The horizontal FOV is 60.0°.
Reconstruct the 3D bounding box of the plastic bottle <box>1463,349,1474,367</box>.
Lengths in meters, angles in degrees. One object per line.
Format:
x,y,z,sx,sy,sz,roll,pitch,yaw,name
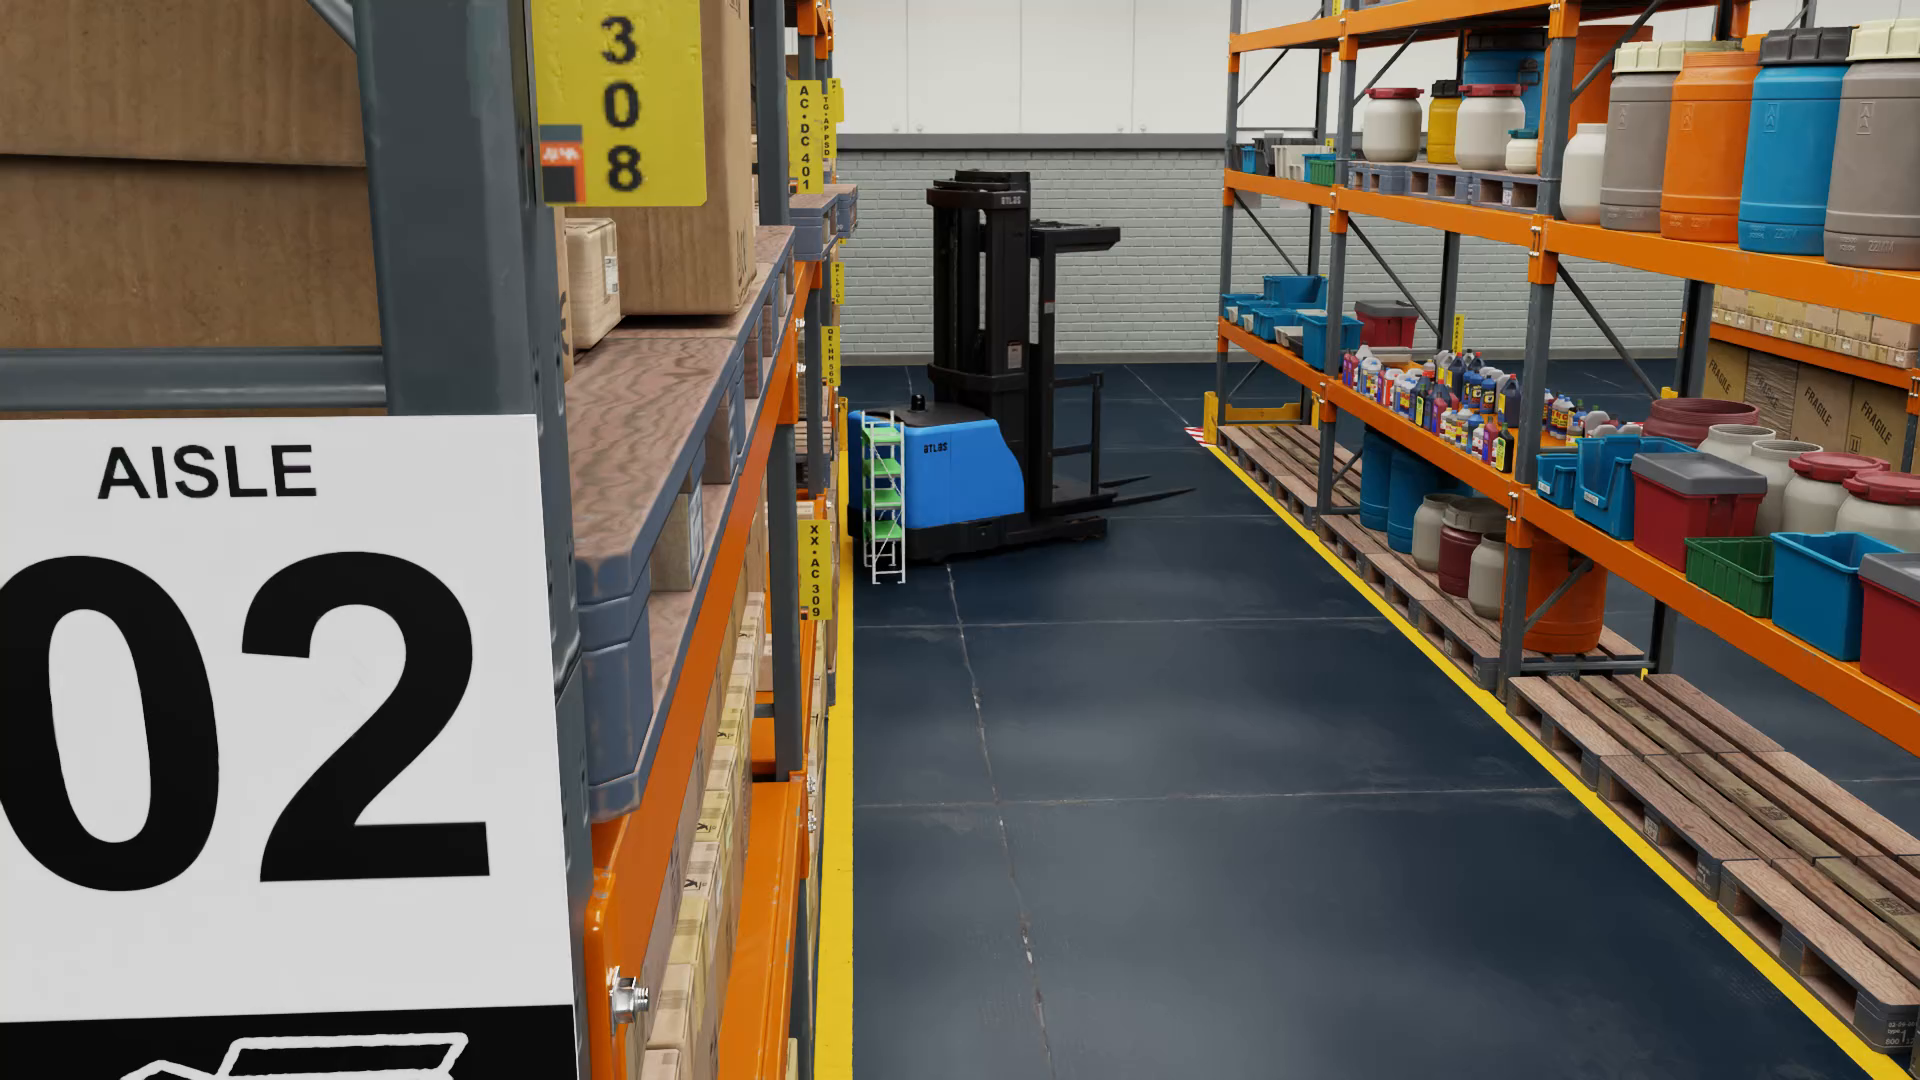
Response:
3.822,-1.256,12.488,0.144,0.351,0.185,-1,14,-3,plastic bottle

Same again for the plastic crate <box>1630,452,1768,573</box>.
3.481,-0.133,7.896,0.402,0.464,0.583,-1,14,-3,plastic crate

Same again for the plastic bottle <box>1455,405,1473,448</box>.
3.208,-0.724,10.577,0.097,0.271,0.097,0,14,0,plastic bottle

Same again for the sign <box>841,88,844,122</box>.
-1.198,-4.308,16.453,0.100,0.325,0.005,-1,14,-3,sign

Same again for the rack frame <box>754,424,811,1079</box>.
-1.010,0.562,5.324,1.000,3.000,0.127,-1,14,-3,rack frame

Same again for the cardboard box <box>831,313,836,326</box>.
-1.265,-1.607,13.553,0.500,0.500,0.500,-1,14,-2,cardboard box

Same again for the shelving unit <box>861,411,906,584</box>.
-0.572,-0.323,12.373,0.258,1.200,0.503,-3,15,-10,shelving unit

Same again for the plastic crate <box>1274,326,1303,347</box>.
3.031,-1.833,15.041,0.293,0.136,0.466,-1,14,-3,plastic crate

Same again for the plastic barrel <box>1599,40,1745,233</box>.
3.521,-1.997,8.241,0.600,0.901,0.600,0,14,0,plastic barrel

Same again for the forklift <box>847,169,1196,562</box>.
0.601,-1.509,13.508,3.031,2.935,1.130,-9,17,-33,forklift

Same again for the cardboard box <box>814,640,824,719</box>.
-0.941,0.679,8.417,0.500,0.311,0.500,-1,14,-4,cardboard box

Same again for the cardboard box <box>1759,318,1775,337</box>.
7.909,-2.040,15.940,0.380,0.149,0.250,-1,14,-4,cardboard box

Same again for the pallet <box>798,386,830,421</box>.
-1.383,-0.824,11.094,1.003,0.211,1.213,-1,14,-3,pallet

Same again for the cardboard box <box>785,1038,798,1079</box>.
-0.763,1.802,5.179,0.500,0.250,0.500,-1,14,-3,cardboard box

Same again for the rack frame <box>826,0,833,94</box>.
-1.753,-5.328,16.176,1.000,3.000,0.127,-1,14,-3,rack frame

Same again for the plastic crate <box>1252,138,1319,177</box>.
3.011,-3.537,15.357,0.504,0.338,0.767,-1,14,-3,plastic crate

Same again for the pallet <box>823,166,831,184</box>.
-1.468,-2.369,11.070,1.213,0.211,1.003,-1,14,-3,pallet

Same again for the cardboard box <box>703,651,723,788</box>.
-0.913,0.245,3.749,0.700,0.500,0.500,-1,14,-3,cardboard box

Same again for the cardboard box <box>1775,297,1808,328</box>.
7.998,-2.139,15.523,0.500,0.250,0.500,-1,14,-5,cardboard box

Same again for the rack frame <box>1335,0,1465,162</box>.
3.439,-4.409,12.603,1.000,3.000,0.127,-1,14,-3,rack frame

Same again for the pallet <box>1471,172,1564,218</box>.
3.737,-2.062,9.879,1.003,0.211,1.213,-1,14,-3,pallet

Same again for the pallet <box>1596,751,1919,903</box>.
3.768,1.338,7.904,1.003,0.211,1.213,-1,14,-3,pallet

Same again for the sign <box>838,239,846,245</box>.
-1.198,-3.140,16.753,0.100,0.325,0.005,-1,14,-3,sign

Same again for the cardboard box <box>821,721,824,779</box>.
-0.918,1.075,8.002,0.500,0.250,0.500,-1,14,-2,cardboard box

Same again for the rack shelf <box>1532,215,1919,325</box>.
3.810,-1.116,7.267,1.077,0.370,4.000,-1,14,-3,rack shelf

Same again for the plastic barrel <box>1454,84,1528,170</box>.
3.426,-2.669,10.746,0.433,0.535,0.433,0,14,0,plastic barrel

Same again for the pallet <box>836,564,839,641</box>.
-1.339,0.428,11.438,1.003,0.211,1.213,-1,14,-3,pallet

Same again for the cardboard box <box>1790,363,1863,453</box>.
8.365,-1.144,15.373,0.875,0.875,0.875,-1,14,-3,cardboard box

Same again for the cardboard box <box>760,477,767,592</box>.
-1.138,-0.065,7.557,0.500,0.500,0.500,-2,15,-6,cardboard box

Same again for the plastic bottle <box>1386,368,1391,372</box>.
3.233,-1.202,12.577,0.097,0.201,0.097,0,14,0,plastic bottle

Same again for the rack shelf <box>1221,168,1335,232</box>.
3.315,-3.105,14.999,1.077,0.370,4.000,-1,14,-3,rack shelf

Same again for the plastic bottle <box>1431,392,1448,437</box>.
3.165,-0.831,10.969,0.061,0.283,0.133,-1,14,-3,plastic bottle

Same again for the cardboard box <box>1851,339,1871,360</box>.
8.004,-1.657,14.451,0.380,0.149,0.250,-1,14,-4,cardboard box

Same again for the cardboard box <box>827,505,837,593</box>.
-1.102,0.062,11.399,0.500,0.500,0.500,-1,14,-5,cardboard box

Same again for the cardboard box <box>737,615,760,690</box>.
-0.766,0.325,4.742,0.380,0.149,0.250,-1,14,-5,cardboard box

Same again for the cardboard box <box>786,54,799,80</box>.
-1.574,-3.534,13.014,0.700,0.500,0.500,-1,14,-3,cardboard box

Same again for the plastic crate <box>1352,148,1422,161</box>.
3.635,-3.206,14.210,0.497,0.269,0.590,-1,14,-3,plastic crate

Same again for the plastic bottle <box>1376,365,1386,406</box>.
3.090,-1.128,12.126,0.061,0.283,0.133,-1,14,-3,plastic bottle

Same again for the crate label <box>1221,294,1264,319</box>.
2.877,-2.380,16.972,0.416,0.233,0.303,-1,14,-3,crate label

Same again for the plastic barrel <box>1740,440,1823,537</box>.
3.989,-0.206,8.081,0.421,0.512,0.421,0,14,0,plastic barrel

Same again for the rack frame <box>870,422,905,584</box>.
-0.526,-0.263,12.141,0.240,1.200,0.015,-3,15,-10,rack frame

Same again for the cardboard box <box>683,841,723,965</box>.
-0.666,0.711,3.242,0.380,0.149,0.250,-1,14,-3,cardboard box

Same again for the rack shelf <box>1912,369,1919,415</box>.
8.506,-0.734,11.804,1.077,0.370,4.000,-1,14,-3,rack shelf

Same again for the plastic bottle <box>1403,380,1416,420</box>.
3.145,-0.979,11.569,0.097,0.271,0.097,0,14,0,plastic bottle

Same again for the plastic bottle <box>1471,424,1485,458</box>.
3.226,-0.617,10.304,0.097,0.201,0.097,0,14,0,plastic bottle

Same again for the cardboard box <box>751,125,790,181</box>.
-1.318,-2.042,9.224,0.910,0.500,0.500,-1,14,-3,cardboard box

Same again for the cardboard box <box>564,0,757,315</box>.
-0.592,-0.633,2.623,0.500,0.500,0.500,-1,14,-3,cardboard box

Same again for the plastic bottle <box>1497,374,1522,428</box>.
3.747,-0.946,11.284,0.144,0.351,0.185,-1,14,-3,plastic bottle

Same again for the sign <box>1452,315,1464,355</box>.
3.988,-1.646,13.347,0.100,0.325,0.005,-1,14,-3,sign

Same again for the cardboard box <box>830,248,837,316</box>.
-1.254,-2.082,13.392,0.500,0.500,0.500,-1,14,-2,cardboard box

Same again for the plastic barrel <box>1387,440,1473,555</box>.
3.499,-0.379,12.348,0.600,0.901,0.708,-1,14,-3,plastic barrel

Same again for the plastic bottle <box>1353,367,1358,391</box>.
3.069,-1.248,12.756,0.097,0.201,0.097,0,14,0,plastic bottle

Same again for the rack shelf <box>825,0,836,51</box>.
-1.629,-4.481,14.332,1.077,0.370,4.000,-1,14,-3,rack shelf
